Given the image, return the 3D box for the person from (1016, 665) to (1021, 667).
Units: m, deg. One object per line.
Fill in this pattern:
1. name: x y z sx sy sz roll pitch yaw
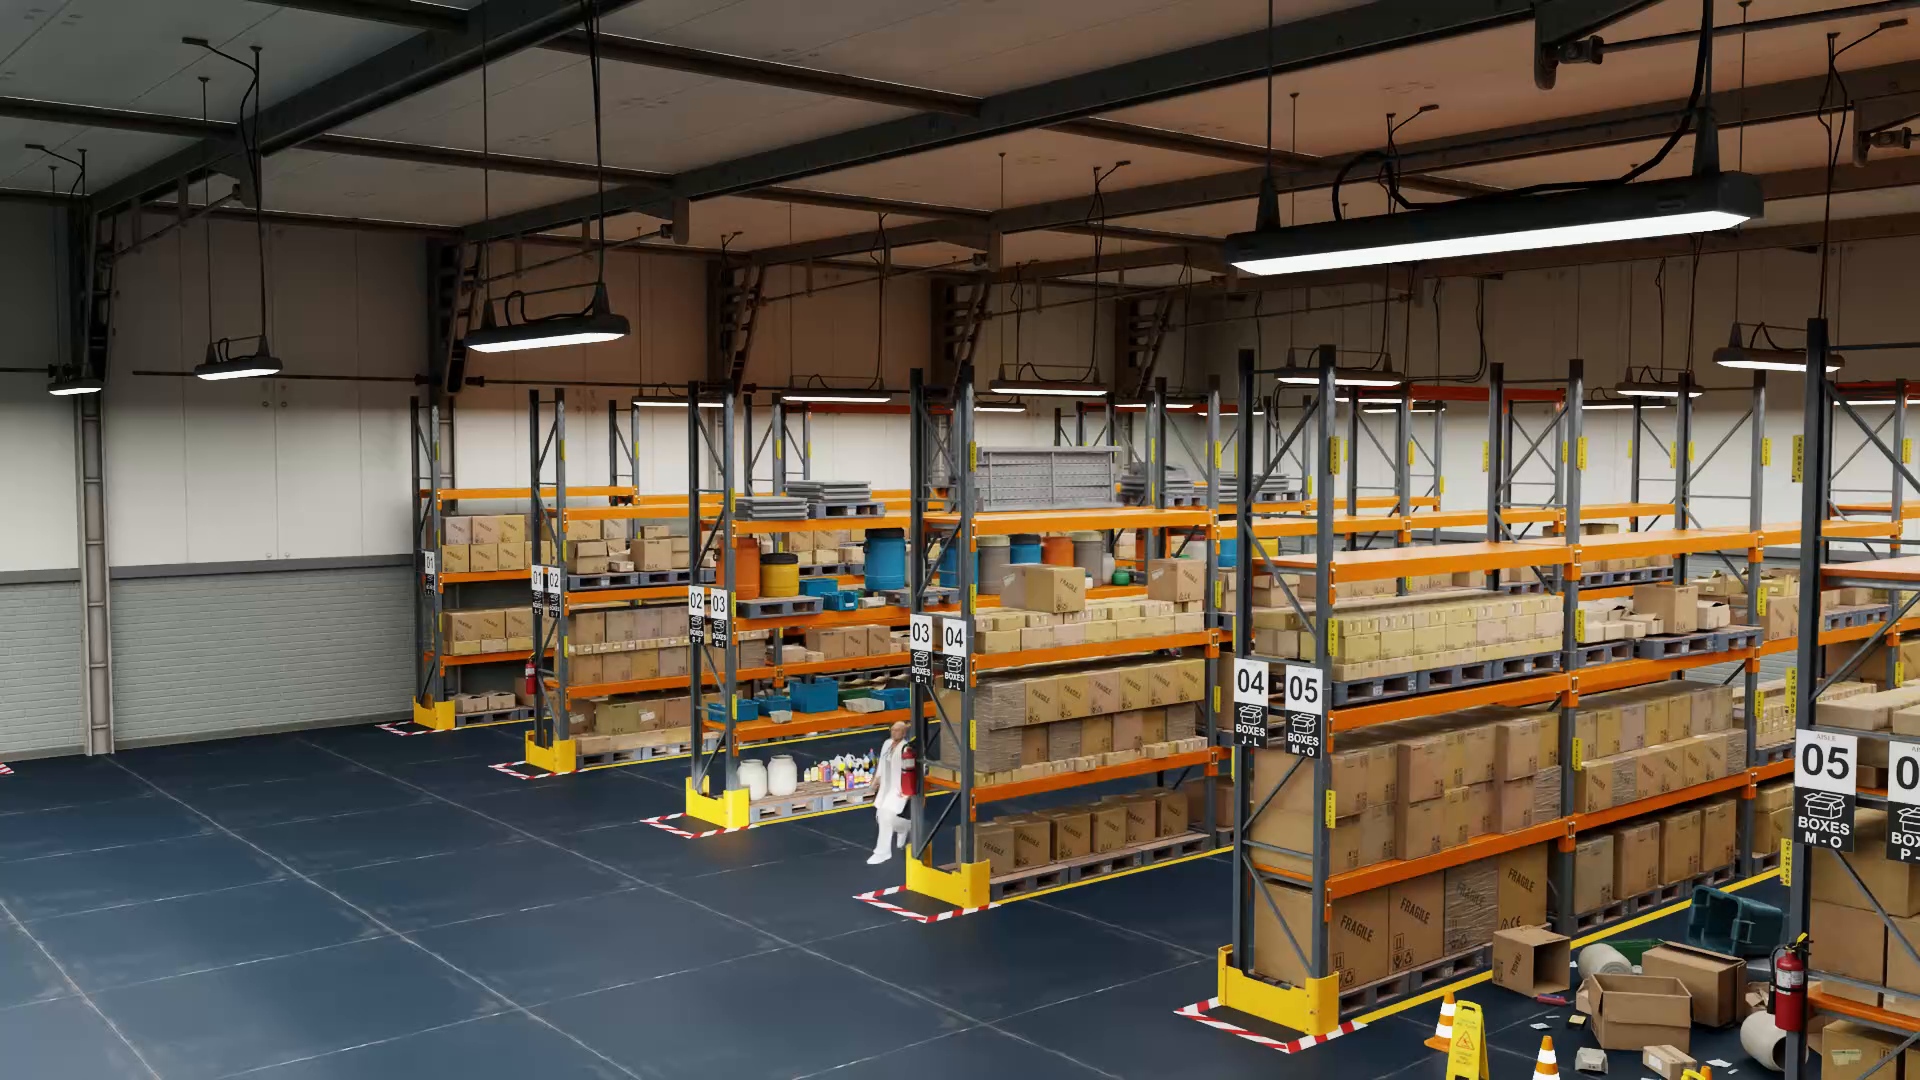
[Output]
1. person: 1.087 2.403 28.878 0.547 1.559 0.480 3 5 43

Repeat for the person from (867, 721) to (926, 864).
1. person: -0.738 3.108 20.515 0.750 1.772 0.780 3 4 41
